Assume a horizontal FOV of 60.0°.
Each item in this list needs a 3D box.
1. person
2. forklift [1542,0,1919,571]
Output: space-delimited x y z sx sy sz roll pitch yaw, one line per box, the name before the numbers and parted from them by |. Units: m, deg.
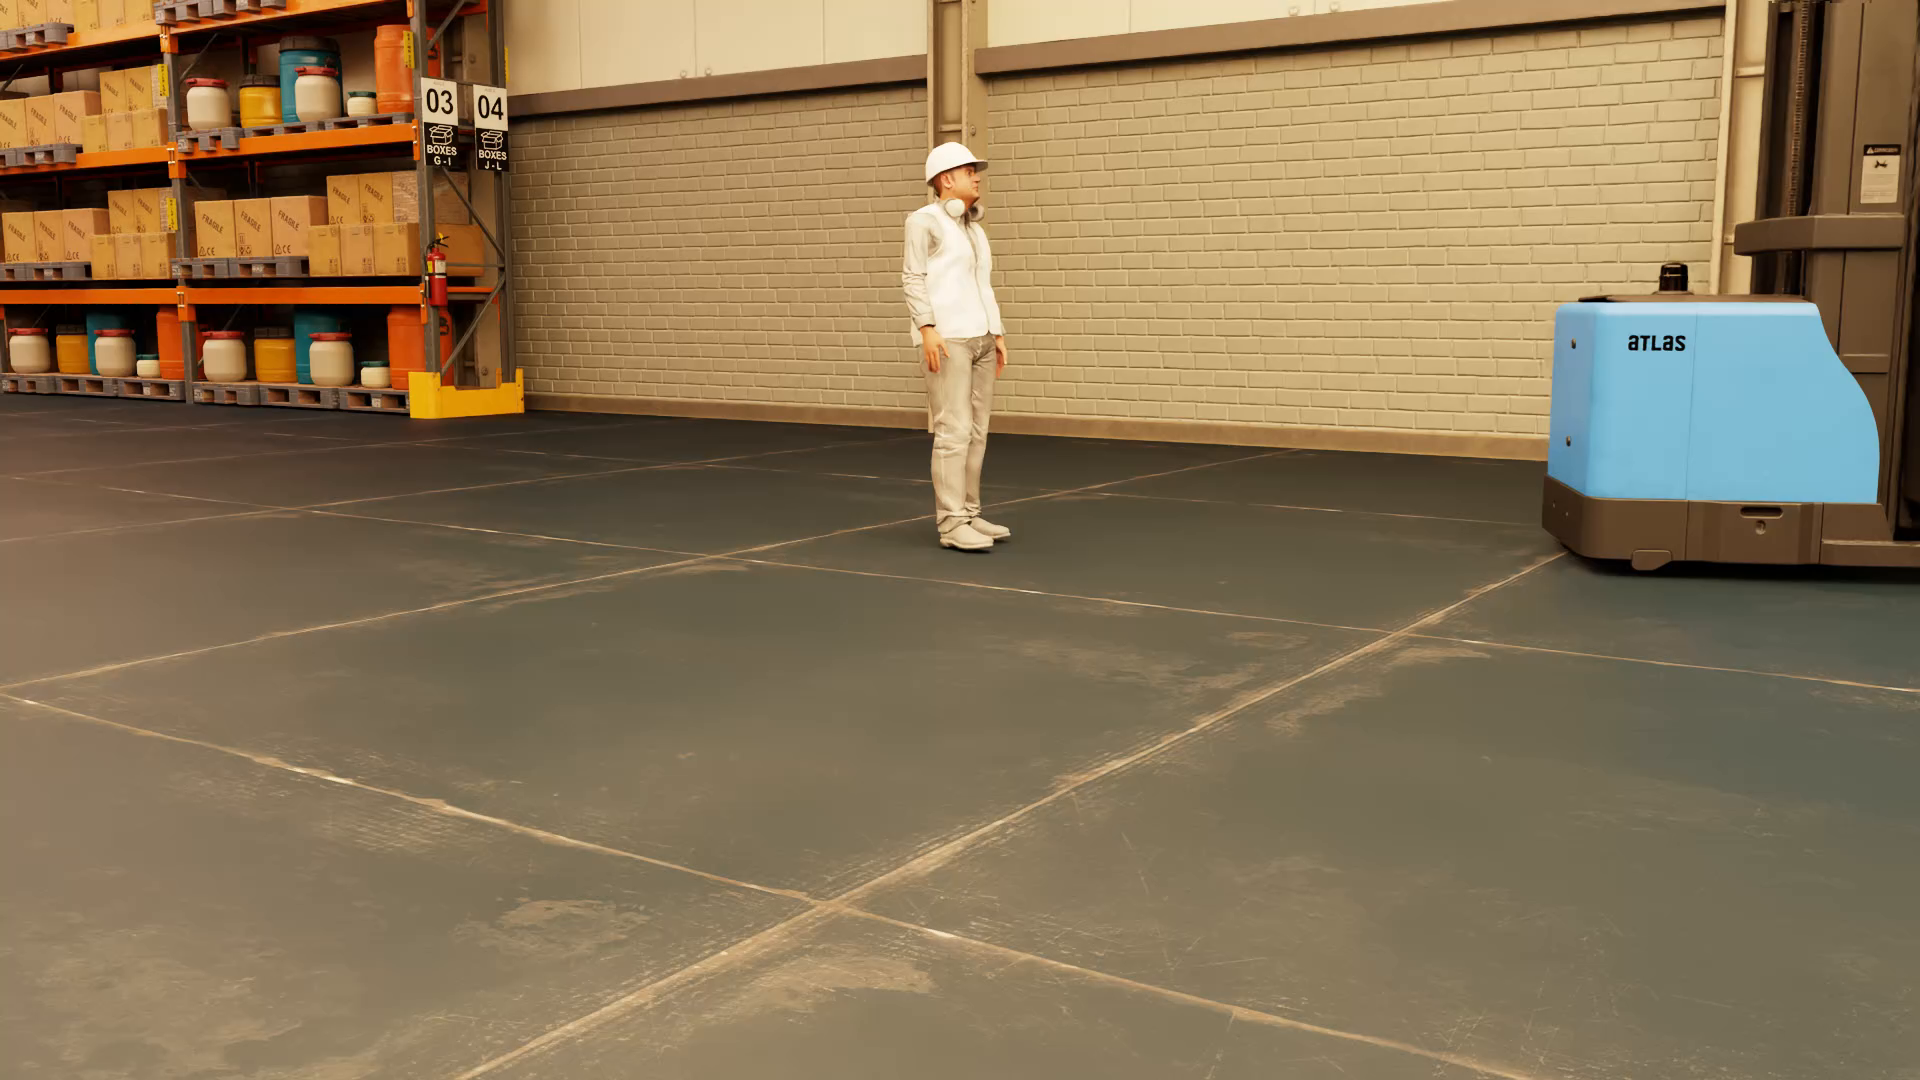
person | 0.048 -0.880 7.437 0.566 1.775 0.634 5 10 34
forklift | 4.047 -1.343 6.638 3.031 2.935 1.130 1 8 10
